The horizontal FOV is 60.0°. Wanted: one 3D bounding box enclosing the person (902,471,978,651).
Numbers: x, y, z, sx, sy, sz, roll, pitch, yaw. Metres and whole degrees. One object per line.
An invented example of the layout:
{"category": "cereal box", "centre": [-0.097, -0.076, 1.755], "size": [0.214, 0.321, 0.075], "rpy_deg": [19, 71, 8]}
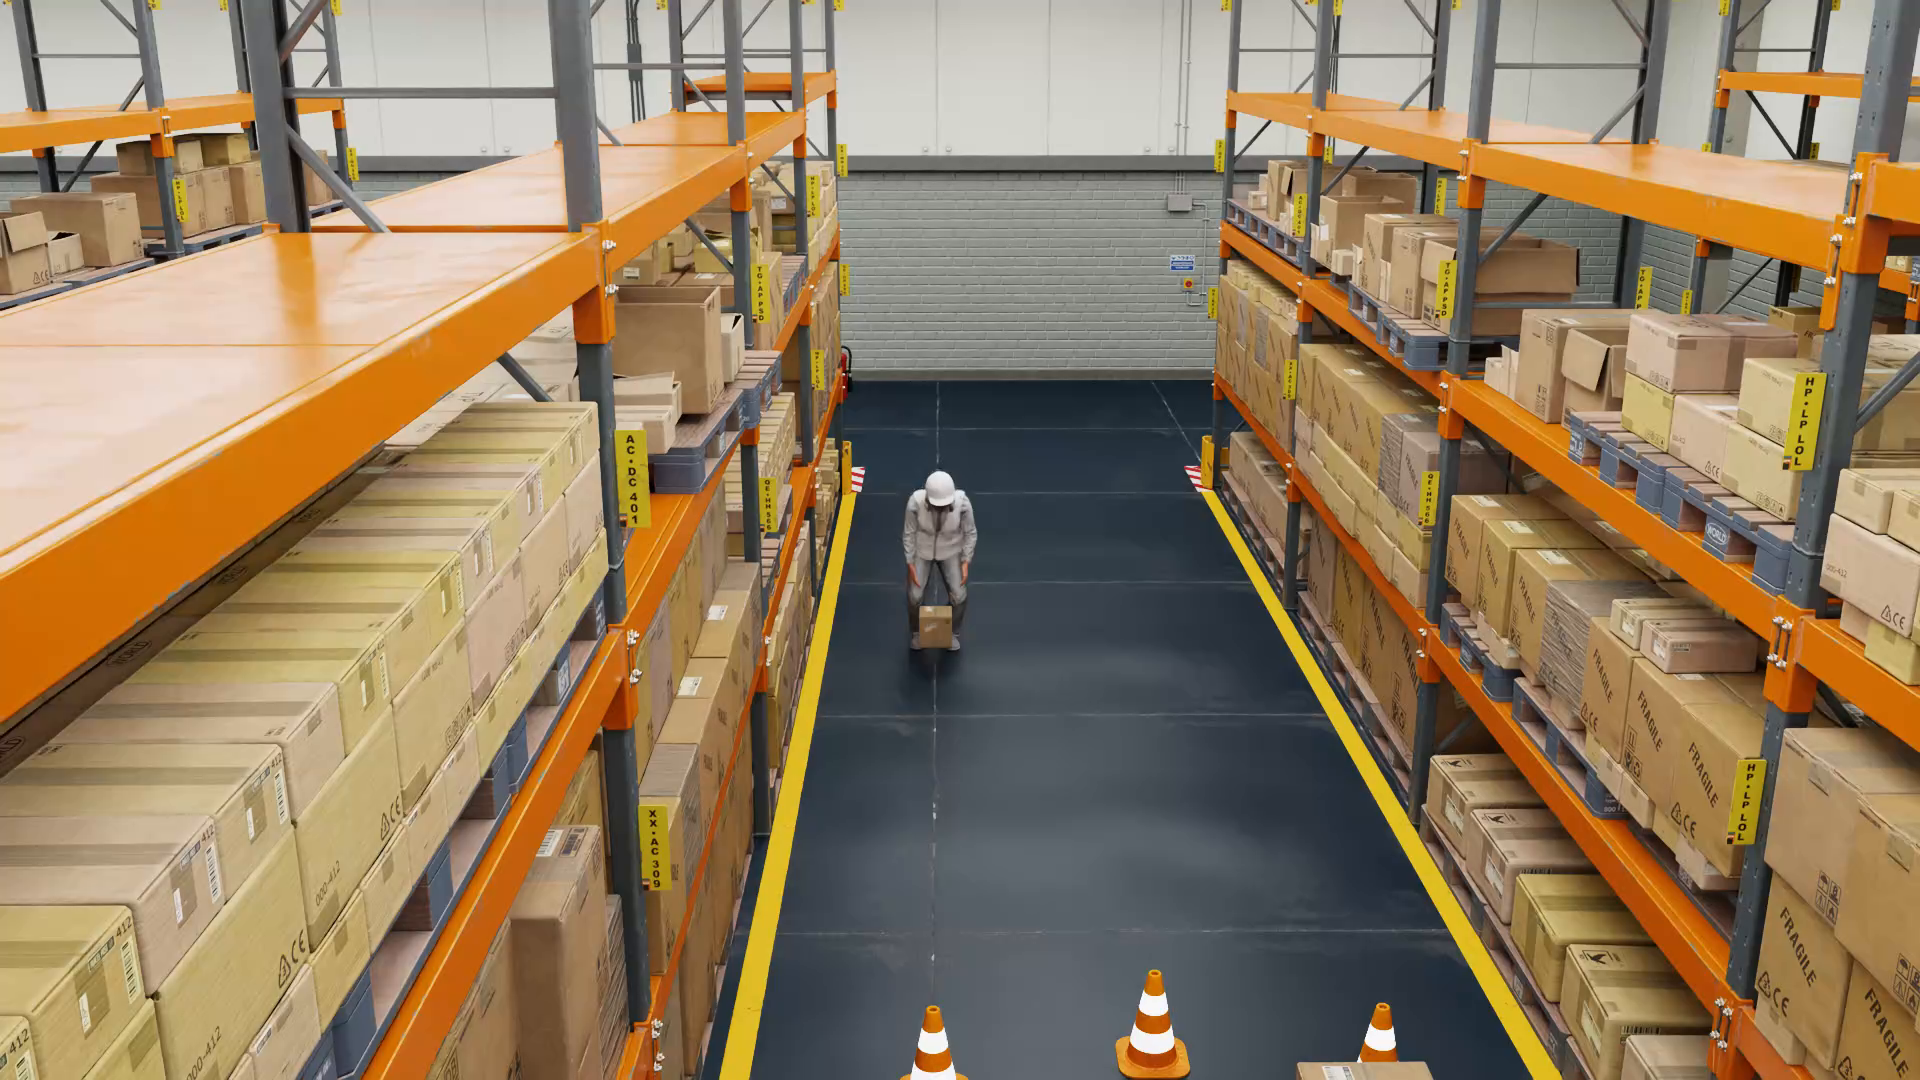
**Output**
{"category": "person", "centre": [-0.159, 0.132, 13.034], "size": [0.590, 1.507, 0.713], "rpy_deg": [0, 17, 0]}
